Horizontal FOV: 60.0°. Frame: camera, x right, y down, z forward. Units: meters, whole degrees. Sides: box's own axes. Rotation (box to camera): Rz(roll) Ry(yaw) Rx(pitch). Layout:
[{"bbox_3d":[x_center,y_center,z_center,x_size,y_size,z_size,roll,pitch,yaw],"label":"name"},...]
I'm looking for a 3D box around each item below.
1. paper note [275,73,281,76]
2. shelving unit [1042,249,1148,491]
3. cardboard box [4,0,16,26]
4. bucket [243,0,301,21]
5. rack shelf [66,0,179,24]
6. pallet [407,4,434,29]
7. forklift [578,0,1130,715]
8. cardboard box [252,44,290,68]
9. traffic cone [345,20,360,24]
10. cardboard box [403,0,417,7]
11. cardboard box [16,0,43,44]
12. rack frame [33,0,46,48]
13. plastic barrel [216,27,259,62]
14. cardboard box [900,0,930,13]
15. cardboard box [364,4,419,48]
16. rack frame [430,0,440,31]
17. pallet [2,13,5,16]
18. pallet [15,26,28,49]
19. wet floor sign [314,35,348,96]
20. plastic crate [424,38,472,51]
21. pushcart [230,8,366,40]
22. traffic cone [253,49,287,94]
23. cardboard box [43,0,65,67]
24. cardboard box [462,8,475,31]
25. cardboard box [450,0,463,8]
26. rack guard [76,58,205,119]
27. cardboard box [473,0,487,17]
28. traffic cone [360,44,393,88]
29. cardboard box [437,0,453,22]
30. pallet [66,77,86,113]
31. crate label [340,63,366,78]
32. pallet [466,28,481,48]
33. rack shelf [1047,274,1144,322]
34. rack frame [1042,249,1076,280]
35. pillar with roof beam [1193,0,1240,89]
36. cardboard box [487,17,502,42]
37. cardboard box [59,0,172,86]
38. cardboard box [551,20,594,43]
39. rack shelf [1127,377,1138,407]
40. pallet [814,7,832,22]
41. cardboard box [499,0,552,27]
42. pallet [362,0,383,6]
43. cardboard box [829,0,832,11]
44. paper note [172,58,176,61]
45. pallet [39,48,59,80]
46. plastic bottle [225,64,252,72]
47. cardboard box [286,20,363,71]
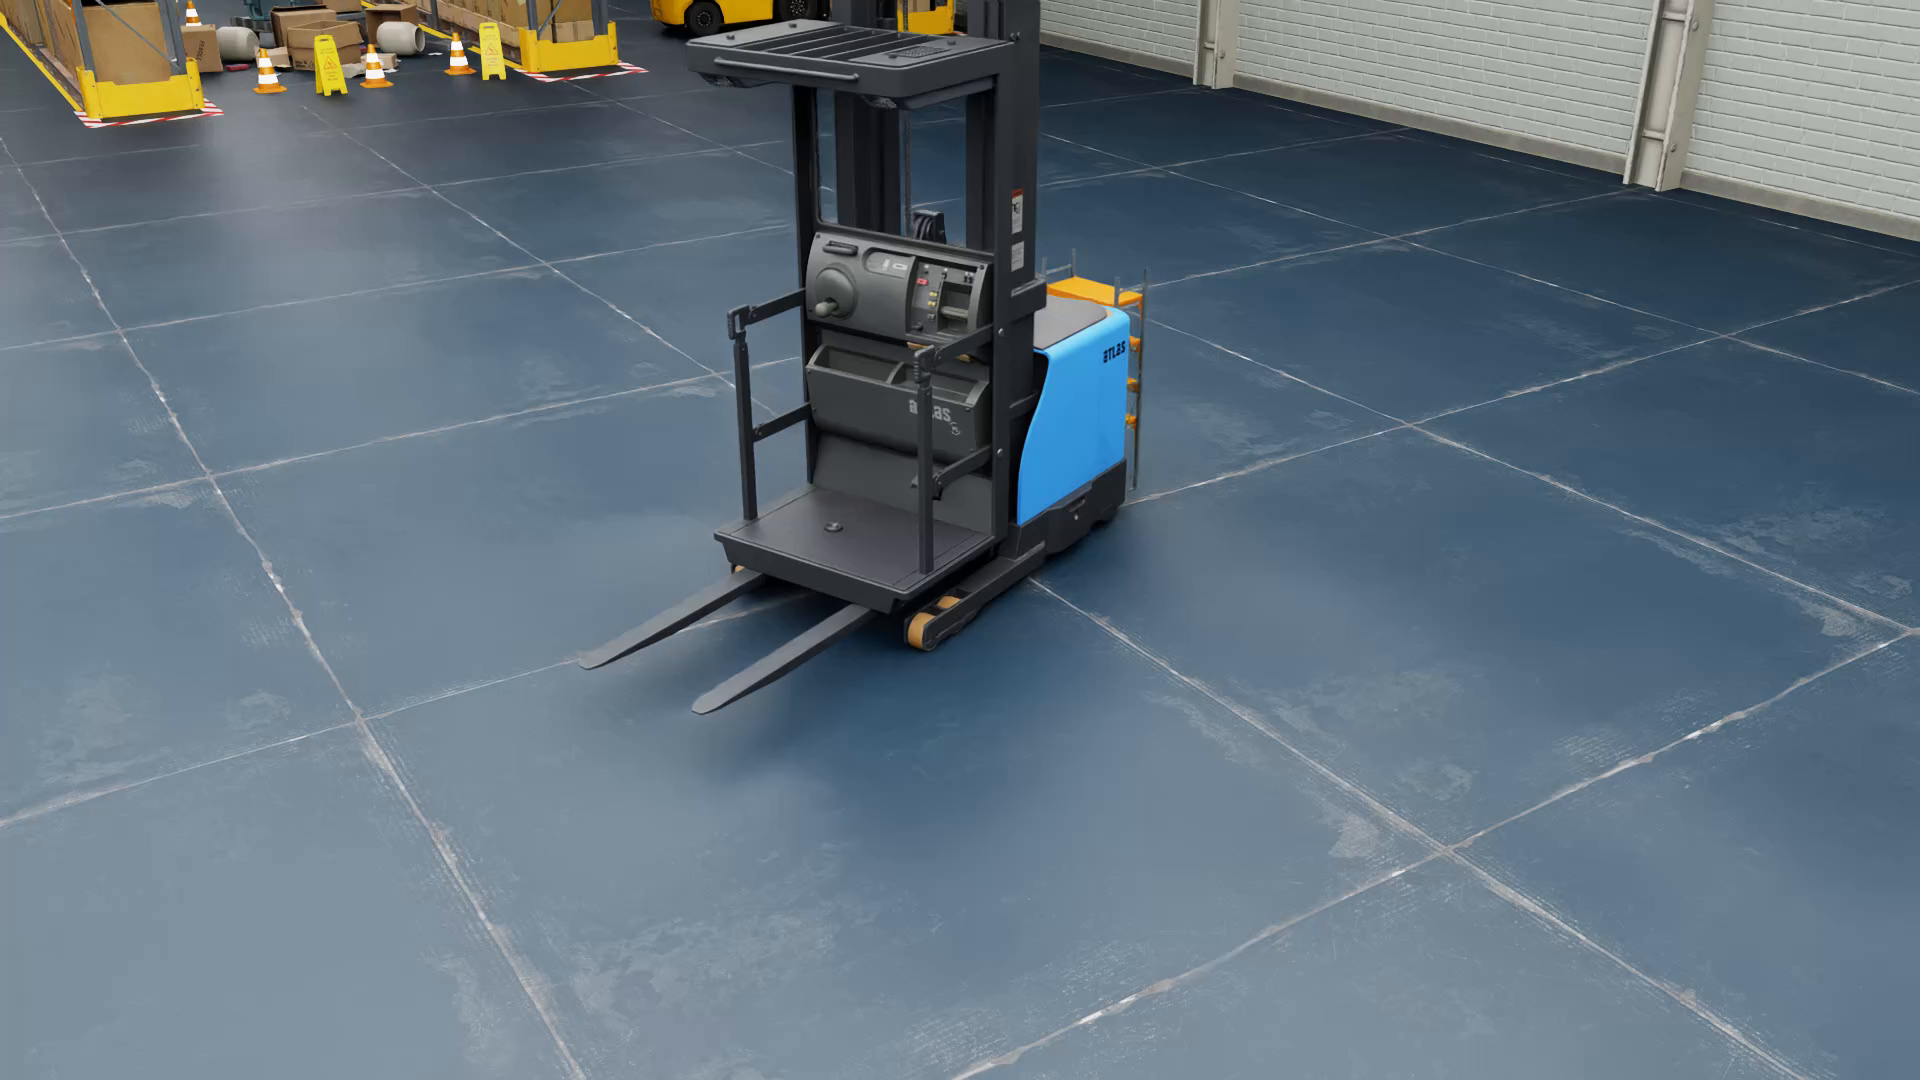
[{"bbox_3d":[-8.322,-5.655,20.195,0.144,0.017,0.142,-6,26,-12],"label":"paper note"},{"bbox_3d":[0.681,-0.858,8.662,0.258,1.200,0.503,-23,33,-39],"label":"shelving unit"},{"bbox_3d":[-12.541,-7.540,22.852,1.050,0.750,0.750,-15,29,-29],"label":"cardboard box"},{"bbox_3d":[-9.088,-7.183,22.006,0.726,0.611,0.620,-6,16,-12],"label":"bucket"},{"bbox_3d":[-10.003,-6.447,19.235,1.077,0.370,4.000,-16,29,-30],"label":"rack shelf"},{"bbox_3d":[-7.428,-7.694,24.302,1.003,0.211,1.213,-16,29,-30],"label":"pallet"},{"bbox_3d":[-0.403,-1.075,7.093,1.130,2.935,3.031,16,30,31],"label":"forklift"},{"bbox_3d":[-8.613,-6.066,20.788,0.396,0.266,0.258,-10,27,-21],"label":"cardboard box"},{"bbox_3d":[-8.852,-7.647,23.907,0.336,0.463,0.334,-16,29,-30],"label":"traffic cone"},{"bbox_3d":[-7.686,-8.122,24.528,0.950,0.372,0.625,-14,28,-26],"label":"cardboard box"},{"bbox_3d":[-11.509,-6.861,21.414,1.050,0.750,0.750,-16,29,-30],"label":"cardboard box"},{"bbox_3d":[-11.094,-7.487,20.597,1.000,3.000,0.127,-16,29,-30],"label":"rack frame"},{"bbox_3d":[-9.190,-6.274,21.045,0.512,0.421,0.421,3,25,6],"label":"plastic barrel"},{"bbox_3d":[-0.766,-7.572,23.506,0.500,0.250,0.500,-15,29,-29],"label":"cardboard box"},{"bbox_3d":[-7.557,-6.848,22.167,0.500,0.500,0.500,3,25,6],"label":"cardboard box"},{"bbox_3d":[-7.002,-8.677,23.117,1.000,3.000,0.127,-16,29,-30],"label":"rack frame"},{"bbox_3d":[-13.703,-7.937,24.816,1.003,0.211,1.213,-16,29,-30],"label":"pallet"},{"bbox_3d":[-12.249,-6.922,22.665,1.003,0.211,1.213,-16,29,-30],"label":"pallet"},{"bbox_3d":[-7.236,-5.443,19.025,0.267,0.644,0.232,-22,33,-38],"label":"wet floor sign"},{"bbox_3d":[-6.832,-6.604,22.146,0.583,0.080,0.402,18,31,33],"label":"plastic crate"},{"bbox_3d":[-8.885,-6.942,22.514,0.936,0.377,1.648,18,31,33],"label":"pushcart"},{"bbox_3d":[-8.011,-5.430,19.211,0.336,0.463,0.334,-16,29,-30],"label":"traffic cone"},{"bbox_3d":[-10.314,-6.154,19.769,0.875,0.875,0.875,-15,29,-29],"label":"cardboard box"},{"bbox_3d":[-6.314,-6.972,22.235,0.500,0.250,0.500,-16,30,-30],"label":"cardboard box"},{"bbox_3d":[-6.604,-7.500,22.474,0.500,0.500,0.500,-14,29,-28],"label":"cardboard box"},{"bbox_3d":[-8.898,-4.918,18.082,1.175,0.500,0.348,-16,29,-30],"label":"rack guard"},{"bbox_3d":[-6.032,-7.126,21.682,0.500,0.500,0.500,-16,30,-31],"label":"cardboard box"},{"bbox_3d":[-6.879,-5.572,19.512,0.336,0.463,0.334,-16,29,-30],"label":"traffic cone"},{"bbox_3d":[-6.906,-7.350,23.034,0.500,0.250,0.500,-17,30,-32],"label":"cardboard box"},{"bbox_3d":[-9.413,-5.064,18.729,1.003,0.211,1.213,-16,29,-30],"label":"pallet"},{"bbox_3d":[-7.360,-5.692,20.146,0.298,0.136,0.250,12,28,24],"label":"crate label"},{"bbox_3d":[-5.936,-6.747,22.296,1.003,0.211,1.213,-16,29,-30],"label":"pallet"},{"bbox_3d":[0.682,-1.214,8.495,0.258,0.148,0.480,-23,33,-39],"label":"rack shelf"},{"bbox_3d":[0.510,-0.932,8.819,0.240,1.200,0.015,-23,33,-39],"label":"rack frame"},{"bbox_3d":[-0.618,-8.427,15.560,9.100,9.000,0.400,-16,29,-30],"label":"pillar with roof beam"},{"bbox_3d":[-5.761,-6.607,21.460,0.500,0.250,0.500,-15,29,-29],"label":"cardboard box"},{"bbox_3d":[-9.336,-5.513,18.412,0.875,0.875,0.875,-15,29,-29],"label":"cardboard box"},{"bbox_3d":[-5.027,-6.546,21.332,0.500,0.250,0.500,-16,30,-30],"label":"cardboard box"},{"bbox_3d":[0.681,-0.797,8.691,0.258,0.148,0.480,-23,33,-39],"label":"rack shelf"},{"bbox_3d":[-1.776,-7.843,24.617,1.003,0.211,1.213,-16,29,-30],"label":"pallet"},{"bbox_3d":[-5.474,-6.758,20.902,0.500,0.500,0.500,-15,29,-29],"label":"cardboard box"},{"bbox_3d":[-8.760,-8.567,26.150,1.003,0.211,1.213,-16,29,-30],"label":"pallet"},{"bbox_3d":[-1.712,-7.807,24.002,0.500,0.250,0.500,-15,29,-29],"label":"cardboard box"},{"bbox_3d":[-9.969,-6.116,21.168,0.142,0.020,0.147,7,26,15],"label":"paper note"},{"bbox_3d":[-10.745,-5.936,20.578,1.003,0.211,1.213,-16,29,-30],"label":"pallet"},{"bbox_3d":[-8.919,-5.846,20.563,0.133,0.061,0.283,18,31,33],"label":"plastic bottle"},{"bbox_3d":[-7.899,-6.156,20.701,0.637,0.503,0.797,7,26,15],"label":"cardboard box"}]
